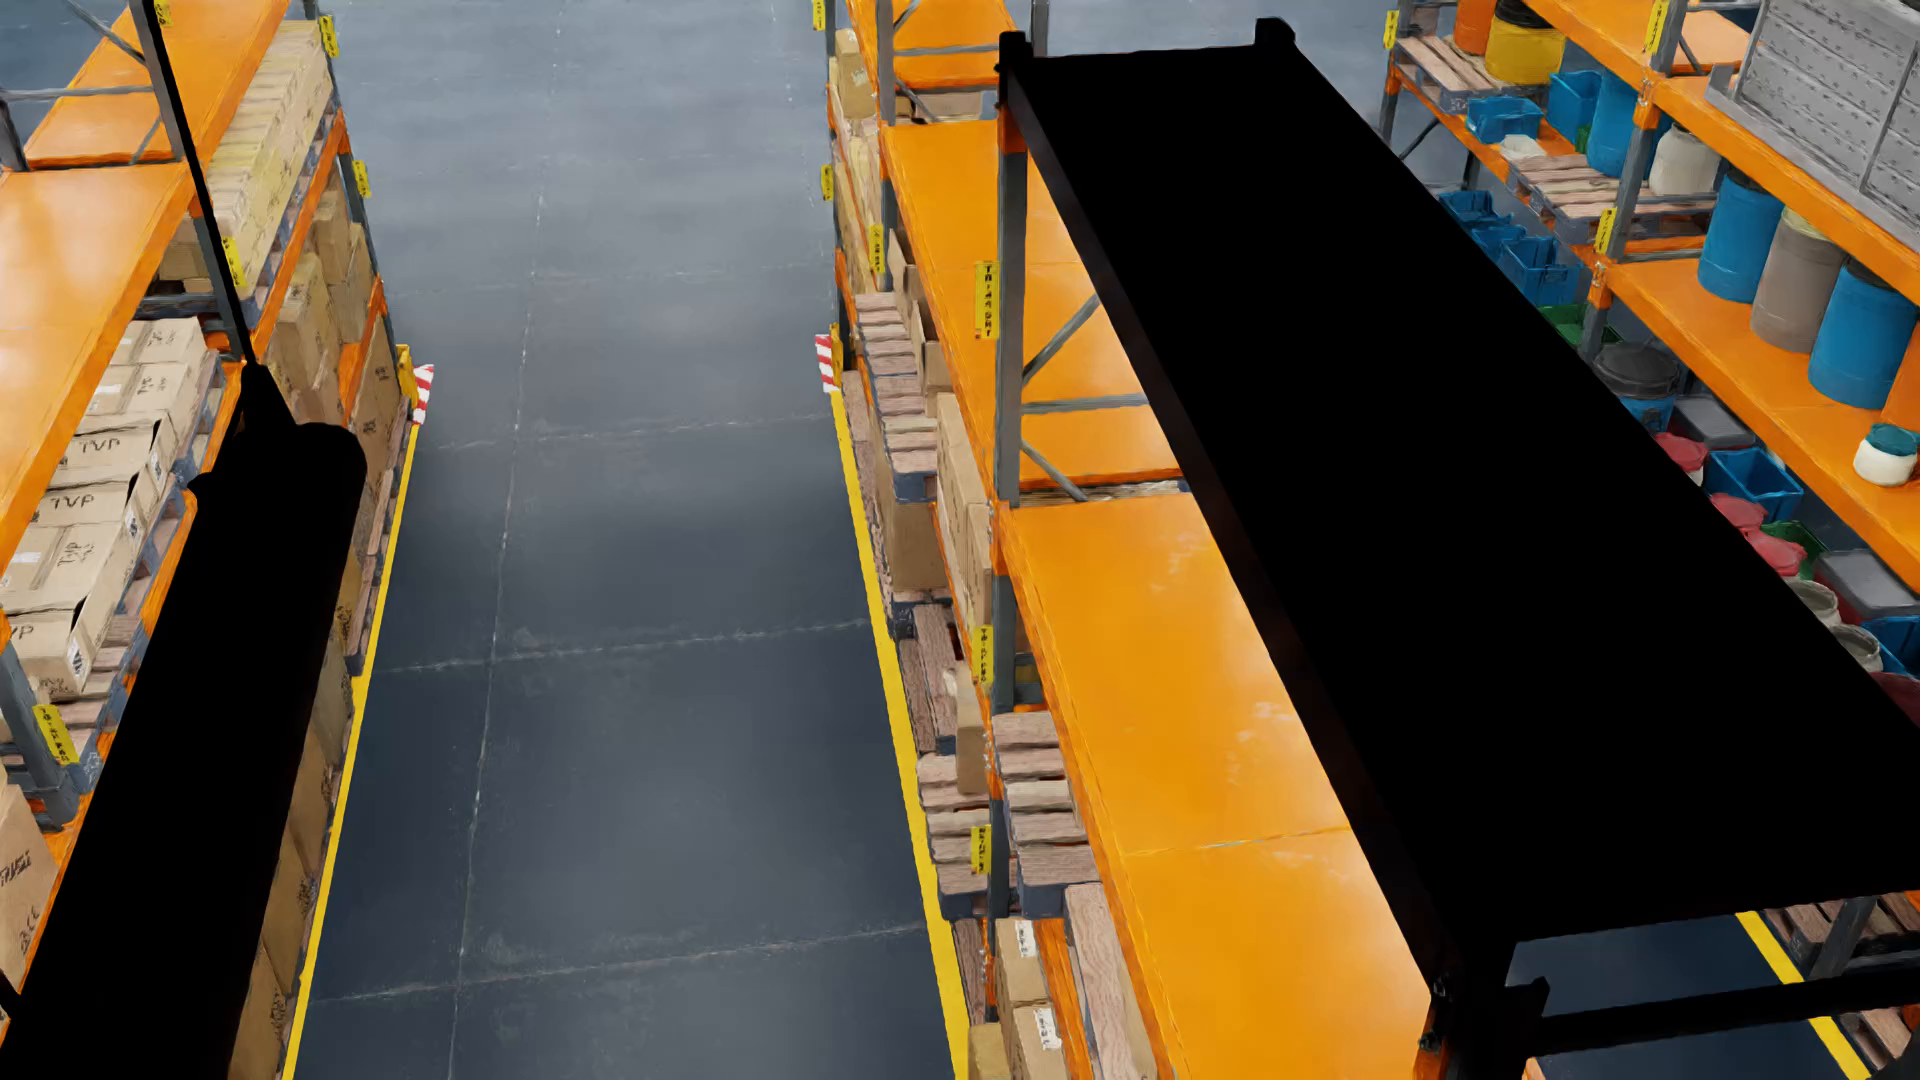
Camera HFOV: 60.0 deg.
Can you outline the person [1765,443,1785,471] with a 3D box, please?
[{"bbox_3d":[6.690,-1.393,13.876,0.601,1.696,1.185,-6,37,-8],"label":"person"}]
